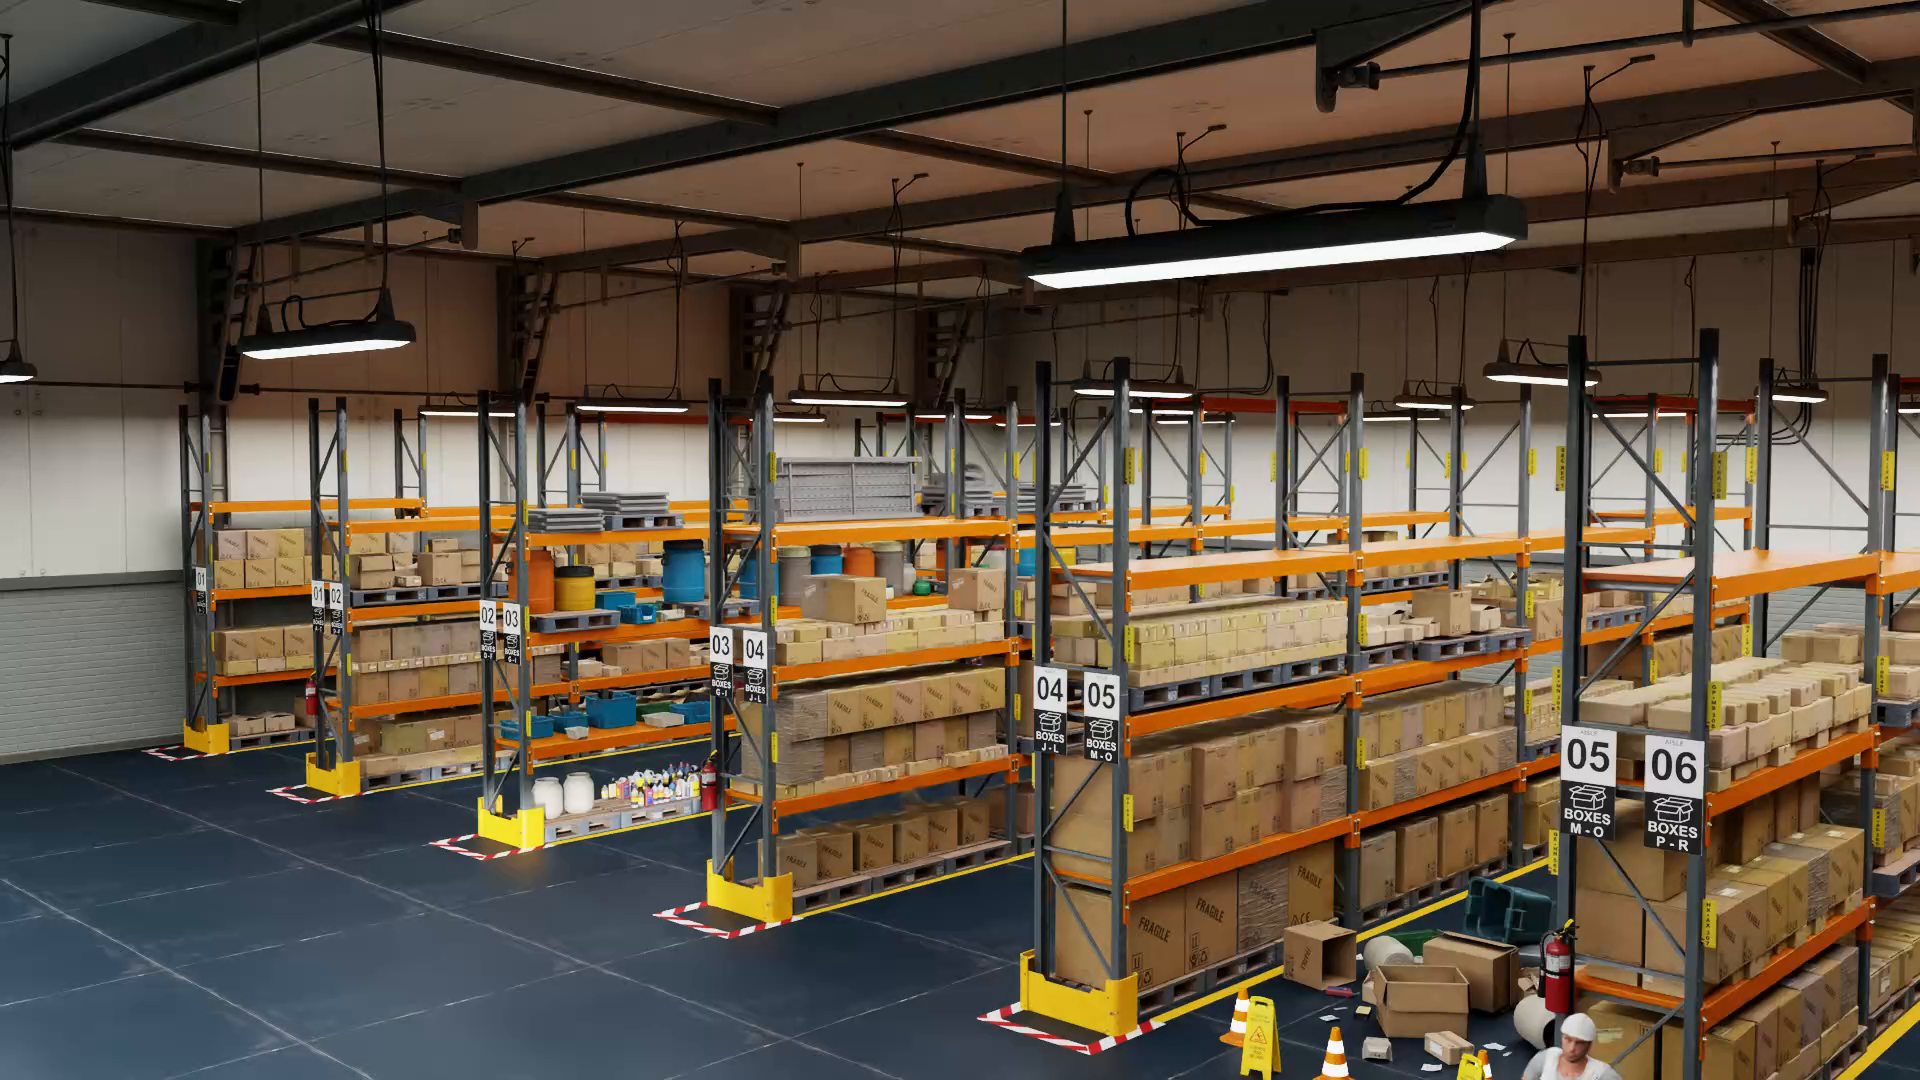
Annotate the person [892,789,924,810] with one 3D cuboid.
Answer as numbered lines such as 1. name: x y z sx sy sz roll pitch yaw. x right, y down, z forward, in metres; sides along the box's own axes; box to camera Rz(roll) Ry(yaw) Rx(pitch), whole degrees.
1. person: -0.851 3.210 23.476 0.957 1.421 0.611 -2 4 -33

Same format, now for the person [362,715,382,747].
1. person: -10.072 2.801 28.421 0.751 1.719 0.556 1 3 25

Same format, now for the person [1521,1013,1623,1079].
1. person: 3.666 3.704 10.008 0.710 1.767 1.010 3 4 42
